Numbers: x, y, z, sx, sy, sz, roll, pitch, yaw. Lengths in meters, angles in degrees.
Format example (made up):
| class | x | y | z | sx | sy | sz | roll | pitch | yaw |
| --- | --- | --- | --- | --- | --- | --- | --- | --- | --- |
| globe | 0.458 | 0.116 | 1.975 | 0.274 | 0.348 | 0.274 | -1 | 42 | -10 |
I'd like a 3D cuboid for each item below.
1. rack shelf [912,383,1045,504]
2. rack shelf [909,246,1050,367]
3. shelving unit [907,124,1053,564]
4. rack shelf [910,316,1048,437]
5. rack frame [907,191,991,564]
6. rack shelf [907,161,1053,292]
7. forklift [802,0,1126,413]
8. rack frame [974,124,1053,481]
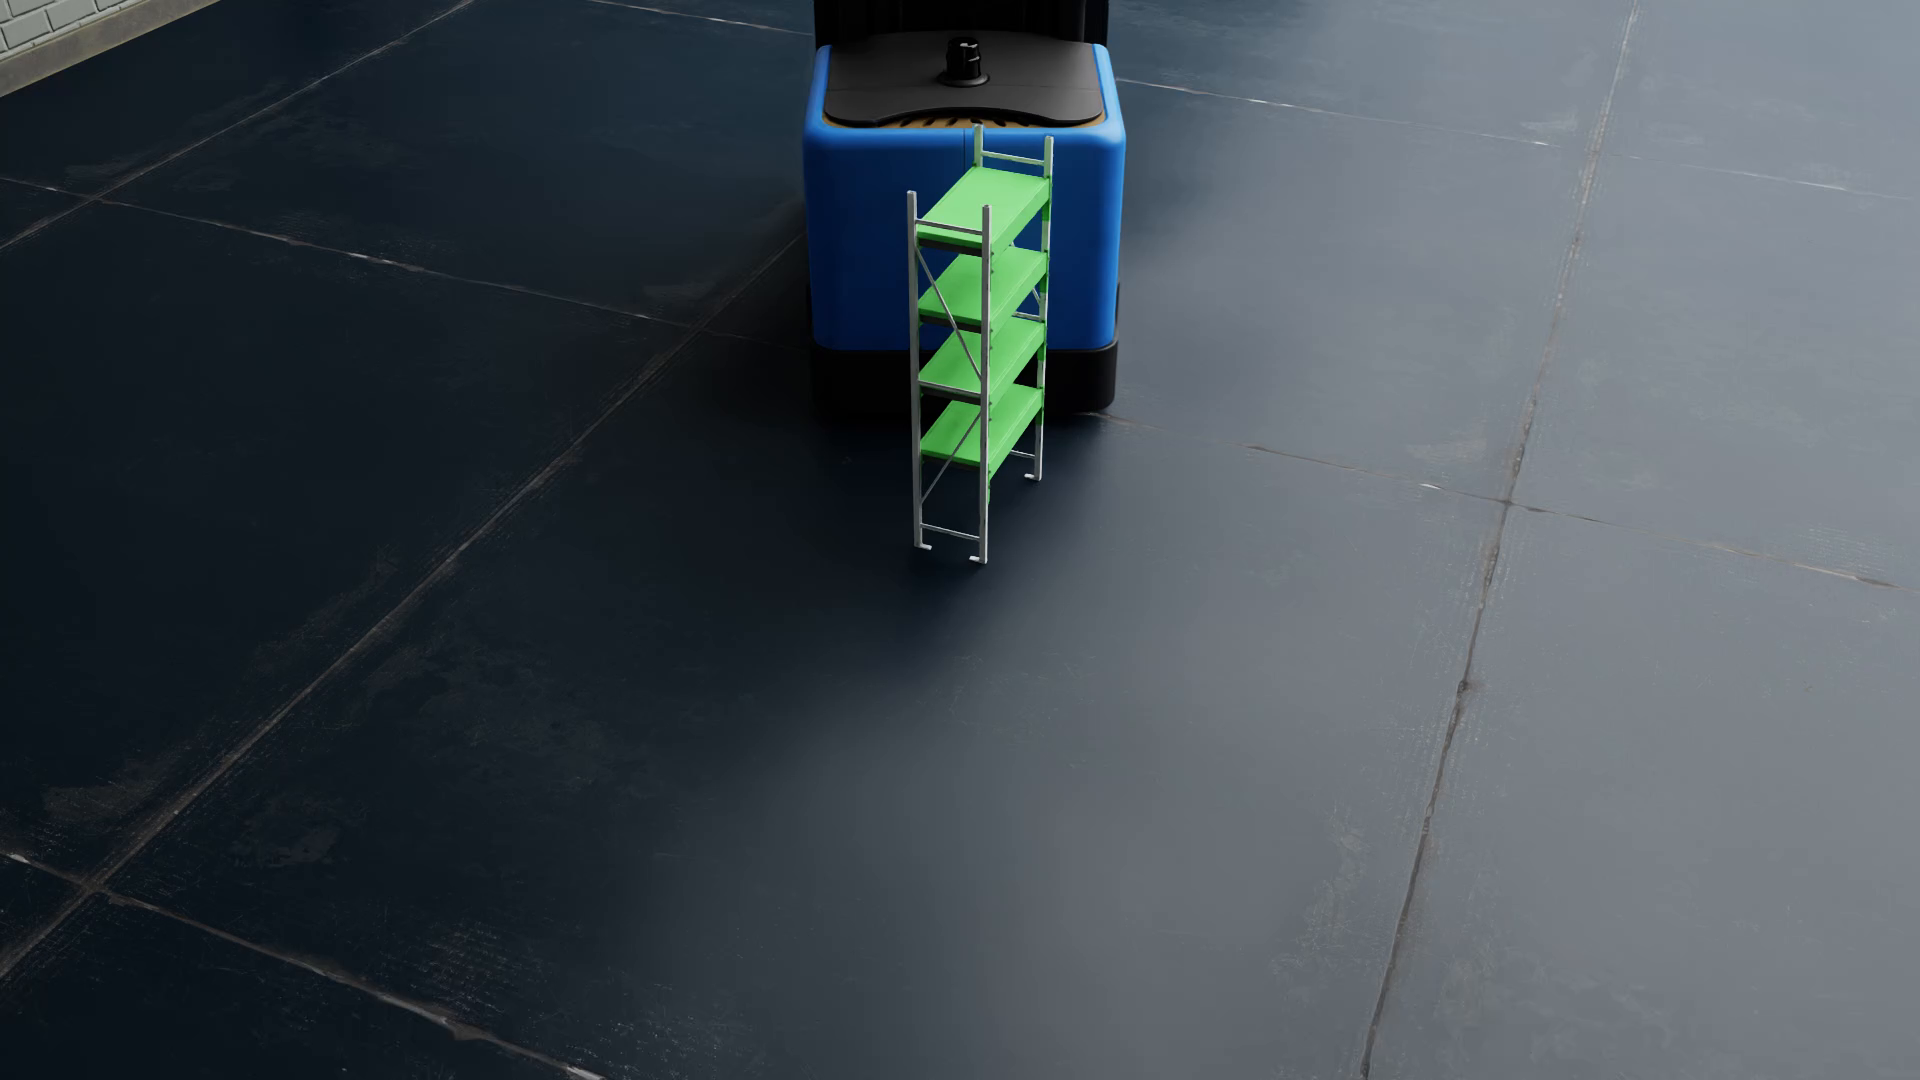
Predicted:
| class | x | y | z | sx | sy | sz | roll | pitch | yaw |
| --- | --- | --- | --- | --- | --- | --- | --- | --- | --- |
| rack shelf | 0.063 | -0.329 | 5.195 | 0.258 | 0.148 | 0.480 | 14 | 39 | 18 |
| rack shelf | 0.063 | -0.713 | 4.908 | 0.258 | 0.148 | 0.480 | 14 | 39 | 18 |
| shelving unit | 0.063 | -0.572 | 5.013 | 0.258 | 1.200 | 0.503 | 14 | 39 | 18 |
| rack shelf | 0.063 | -0.521 | 5.052 | 0.258 | 0.148 | 0.480 | 14 | 39 | 18 |
| rack frame | -0.030 | -0.437 | 4.833 | 0.240 | 1.200 | 0.015 | 14 | 39 | 18 |
| rack shelf | 0.063 | -0.906 | 4.764 | 0.258 | 0.148 | 0.480 | 14 | 39 | 18 |
| forklift | 0.003 | -2.460 | 6.092 | 1.130 | 2.935 | 3.031 | 0 | 37 | 0 |
| rack frame | 0.156 | -0.707 | 5.194 | 0.240 | 1.200 | 0.015 | 14 | 39 | 18 |
